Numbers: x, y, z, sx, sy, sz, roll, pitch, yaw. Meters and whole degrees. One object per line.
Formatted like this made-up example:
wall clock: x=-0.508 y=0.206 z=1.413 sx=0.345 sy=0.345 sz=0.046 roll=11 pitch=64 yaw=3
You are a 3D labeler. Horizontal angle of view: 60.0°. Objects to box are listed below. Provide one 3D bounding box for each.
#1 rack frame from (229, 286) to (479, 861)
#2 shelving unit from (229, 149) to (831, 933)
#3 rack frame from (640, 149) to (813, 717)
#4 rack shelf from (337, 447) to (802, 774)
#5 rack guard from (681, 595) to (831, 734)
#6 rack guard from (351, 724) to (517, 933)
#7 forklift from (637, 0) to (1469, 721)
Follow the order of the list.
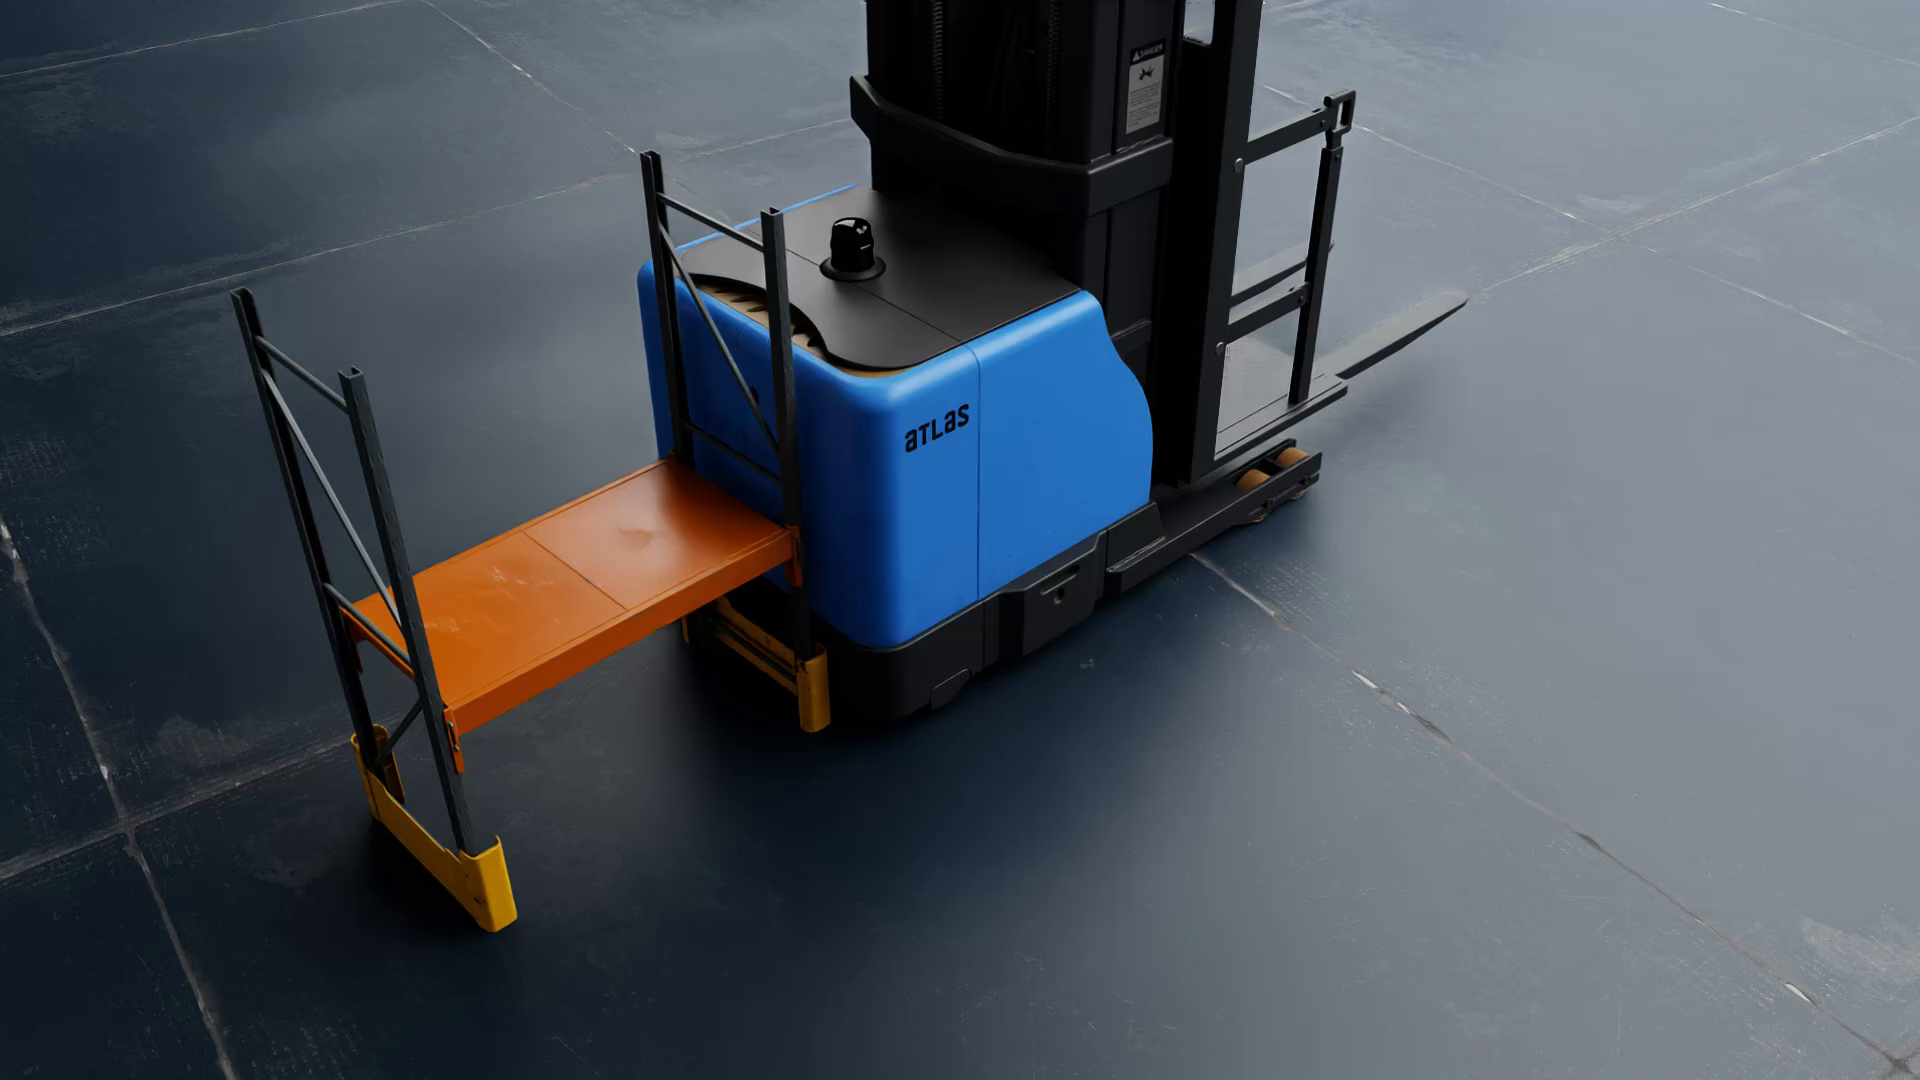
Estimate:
rack frame: x=-1.303 y=0.199 z=3.689 sx=0.032 sy=1.500 sz=0.500 roll=-30 pitch=45 yaw=-35
shelving unit: x=-0.934 y=-0.013 z=3.984 sx=1.083 sy=1.500 sz=0.587 roll=-30 pitch=45 yaw=-35
rack frame: x=-0.579 y=-0.218 z=4.268 sx=0.032 sy=1.500 sz=0.500 roll=-30 pitch=45 yaw=-35
rack shelf: x=-0.941 y=0.137 z=4.084 sx=1.000 sy=0.185 sz=0.538 roll=-30 pitch=45 yaw=-35
rack guard: x=-0.579 y=0.290 z=4.632 sx=0.087 sy=0.250 sz=0.587 roll=-30 pitch=45 yaw=-35
rack guard: x=-1.289 y=0.698 z=4.065 sx=0.087 sy=0.250 sz=0.587 roll=-30 pitch=45 yaw=-35
forklift: x=0.538 y=-1.446 z=4.751 sx=3.031 sy=2.935 sz=1.130 roll=-29 pitch=44 yaw=-34
